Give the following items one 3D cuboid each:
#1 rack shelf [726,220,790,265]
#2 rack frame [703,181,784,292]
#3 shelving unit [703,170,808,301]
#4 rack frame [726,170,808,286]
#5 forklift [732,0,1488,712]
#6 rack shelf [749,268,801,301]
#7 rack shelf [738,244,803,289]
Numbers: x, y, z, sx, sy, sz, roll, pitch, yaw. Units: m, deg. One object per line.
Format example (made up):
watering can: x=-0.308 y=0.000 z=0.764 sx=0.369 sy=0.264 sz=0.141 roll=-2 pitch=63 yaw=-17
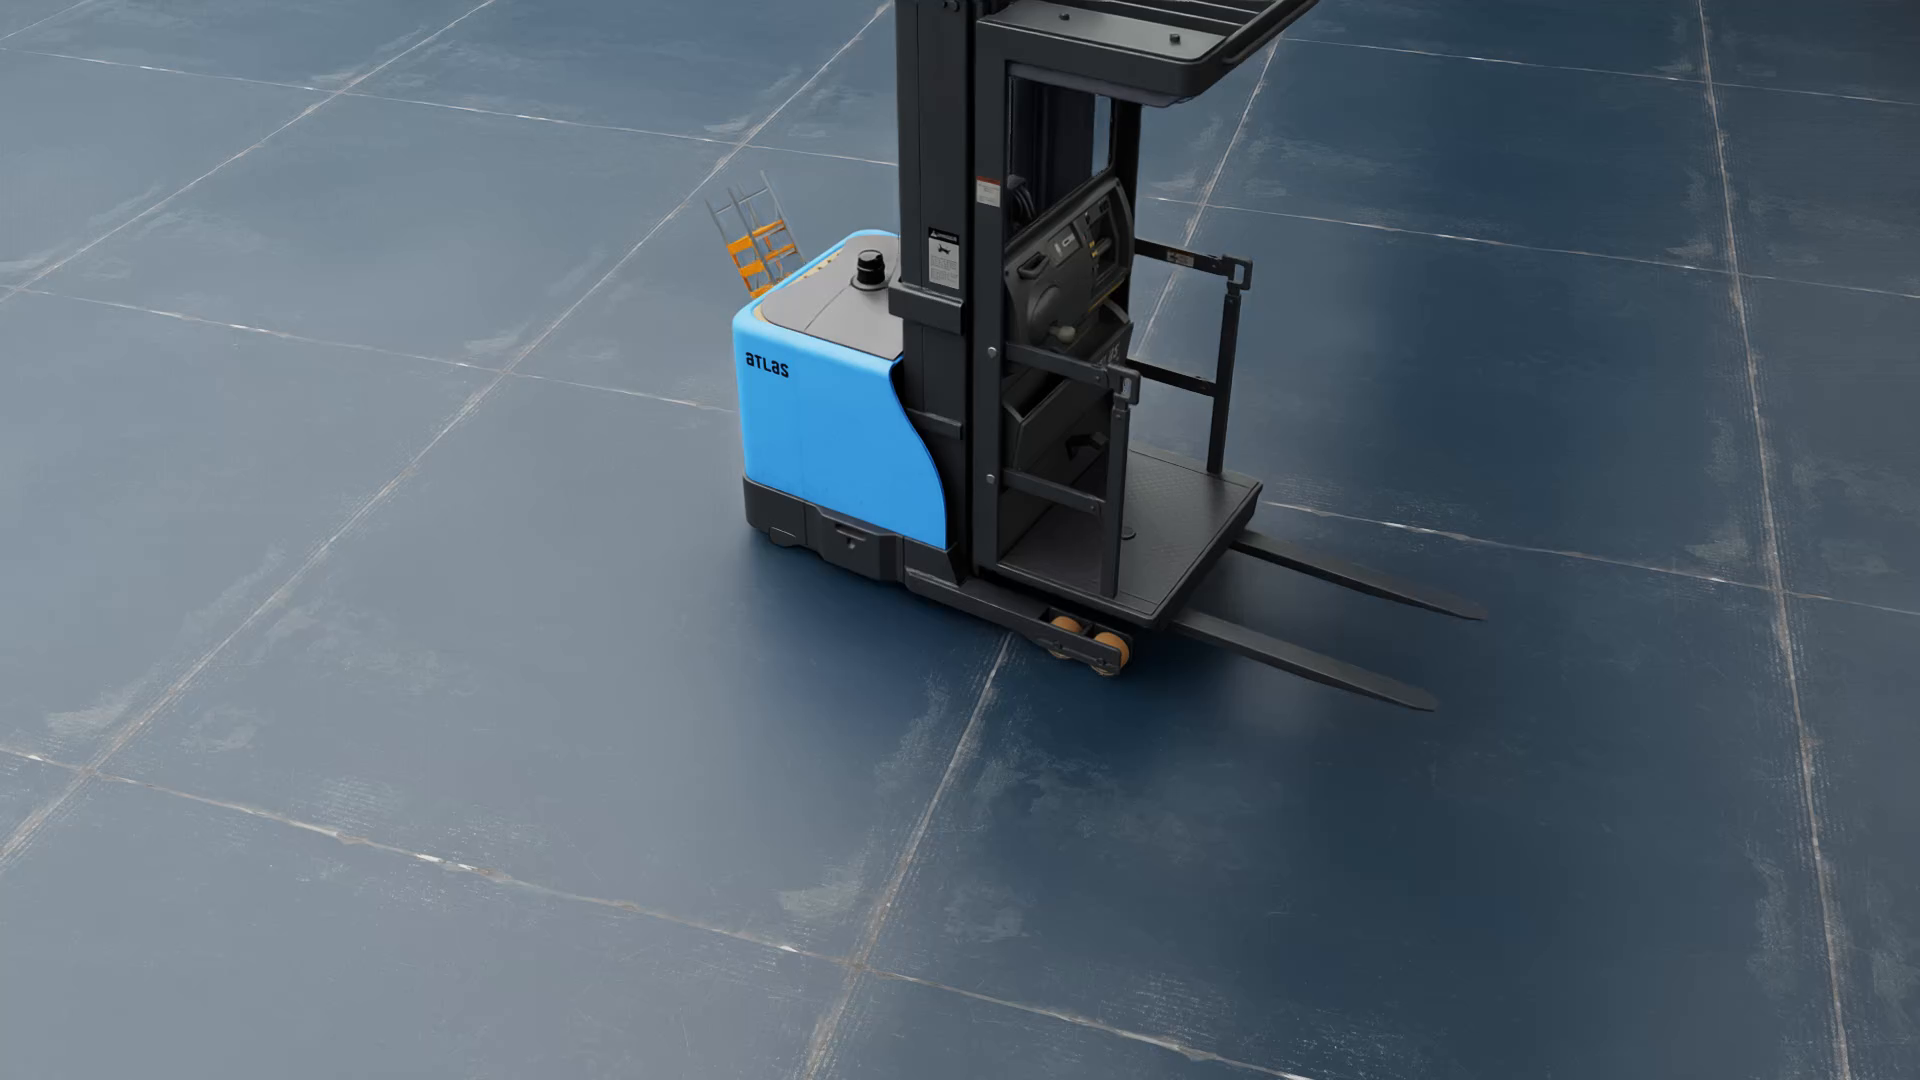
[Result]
rack shelf: x=-0.930 y=-1.393 z=7.745 sx=0.180 sy=0.103 sz=0.258 roll=-10 pitch=21 yaw=47
rack frame: x=-0.859 y=-1.106 z=7.888 sx=0.006 sy=1.200 sz=0.240 roll=-10 pitch=21 yaw=47
shelving unit: x=-0.797 y=-1.117 z=7.822 sx=0.189 sy=1.200 sz=0.258 roll=-10 pitch=21 yaw=47
rack frame: x=-0.735 y=-1.128 z=7.755 sx=0.006 sy=1.200 sz=0.240 roll=-10 pitch=21 yaw=47
forklift: x=0.594 y=-1.011 z=6.151 sx=3.031 sy=2.935 sz=1.130 roll=20 pitch=41 yaw=24
rack shelf: x=-0.829 y=-1.183 z=7.803 sx=0.180 sy=0.103 sz=0.258 roll=-10 pitch=21 yaw=47
rack shelf: x=-0.879 y=-1.288 z=7.774 sx=0.180 sy=0.103 sz=0.258 roll=-10 pitch=21 yaw=47
